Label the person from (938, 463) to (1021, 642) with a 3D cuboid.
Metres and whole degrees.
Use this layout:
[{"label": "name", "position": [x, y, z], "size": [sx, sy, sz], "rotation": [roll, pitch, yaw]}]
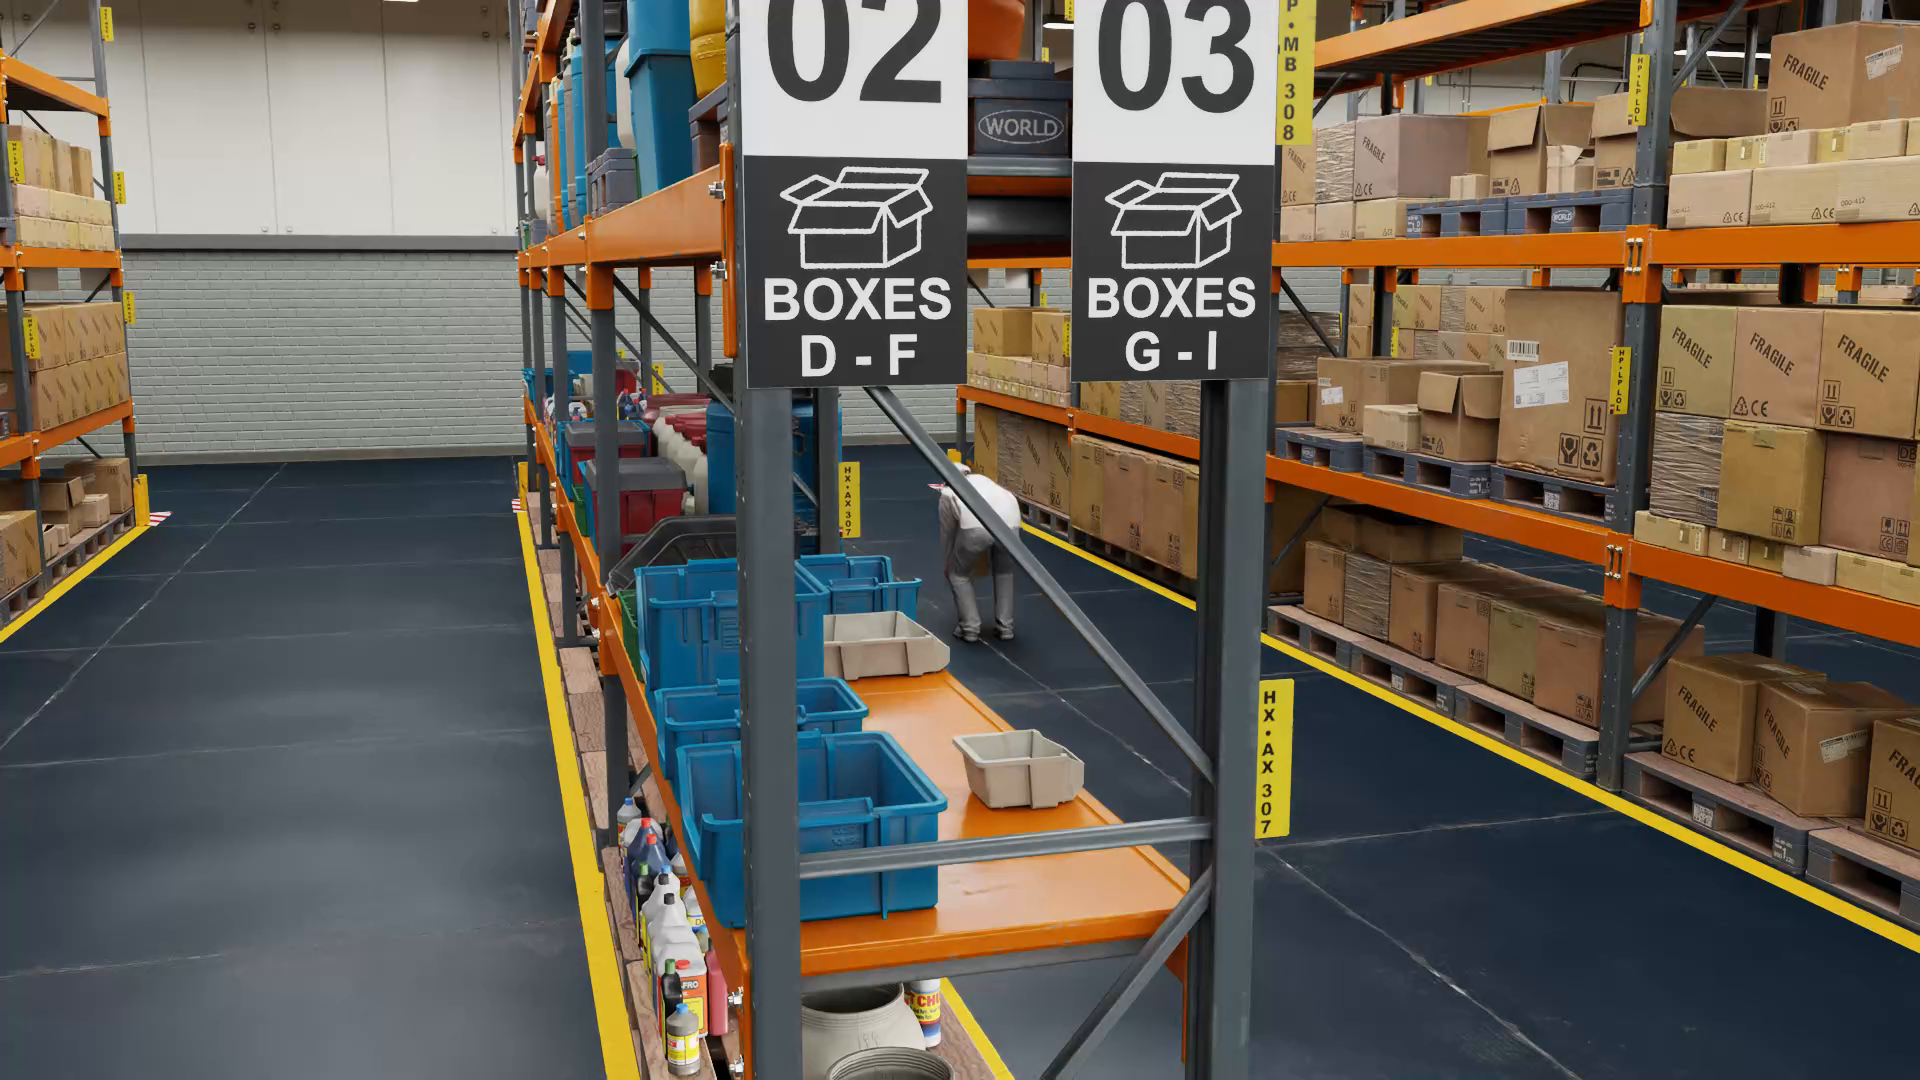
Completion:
[{"label": "person", "position": [0.111, 0.076, 12.113], "size": [0.488, 1.202, 0.981], "rotation": [-3, 10, -18]}]
